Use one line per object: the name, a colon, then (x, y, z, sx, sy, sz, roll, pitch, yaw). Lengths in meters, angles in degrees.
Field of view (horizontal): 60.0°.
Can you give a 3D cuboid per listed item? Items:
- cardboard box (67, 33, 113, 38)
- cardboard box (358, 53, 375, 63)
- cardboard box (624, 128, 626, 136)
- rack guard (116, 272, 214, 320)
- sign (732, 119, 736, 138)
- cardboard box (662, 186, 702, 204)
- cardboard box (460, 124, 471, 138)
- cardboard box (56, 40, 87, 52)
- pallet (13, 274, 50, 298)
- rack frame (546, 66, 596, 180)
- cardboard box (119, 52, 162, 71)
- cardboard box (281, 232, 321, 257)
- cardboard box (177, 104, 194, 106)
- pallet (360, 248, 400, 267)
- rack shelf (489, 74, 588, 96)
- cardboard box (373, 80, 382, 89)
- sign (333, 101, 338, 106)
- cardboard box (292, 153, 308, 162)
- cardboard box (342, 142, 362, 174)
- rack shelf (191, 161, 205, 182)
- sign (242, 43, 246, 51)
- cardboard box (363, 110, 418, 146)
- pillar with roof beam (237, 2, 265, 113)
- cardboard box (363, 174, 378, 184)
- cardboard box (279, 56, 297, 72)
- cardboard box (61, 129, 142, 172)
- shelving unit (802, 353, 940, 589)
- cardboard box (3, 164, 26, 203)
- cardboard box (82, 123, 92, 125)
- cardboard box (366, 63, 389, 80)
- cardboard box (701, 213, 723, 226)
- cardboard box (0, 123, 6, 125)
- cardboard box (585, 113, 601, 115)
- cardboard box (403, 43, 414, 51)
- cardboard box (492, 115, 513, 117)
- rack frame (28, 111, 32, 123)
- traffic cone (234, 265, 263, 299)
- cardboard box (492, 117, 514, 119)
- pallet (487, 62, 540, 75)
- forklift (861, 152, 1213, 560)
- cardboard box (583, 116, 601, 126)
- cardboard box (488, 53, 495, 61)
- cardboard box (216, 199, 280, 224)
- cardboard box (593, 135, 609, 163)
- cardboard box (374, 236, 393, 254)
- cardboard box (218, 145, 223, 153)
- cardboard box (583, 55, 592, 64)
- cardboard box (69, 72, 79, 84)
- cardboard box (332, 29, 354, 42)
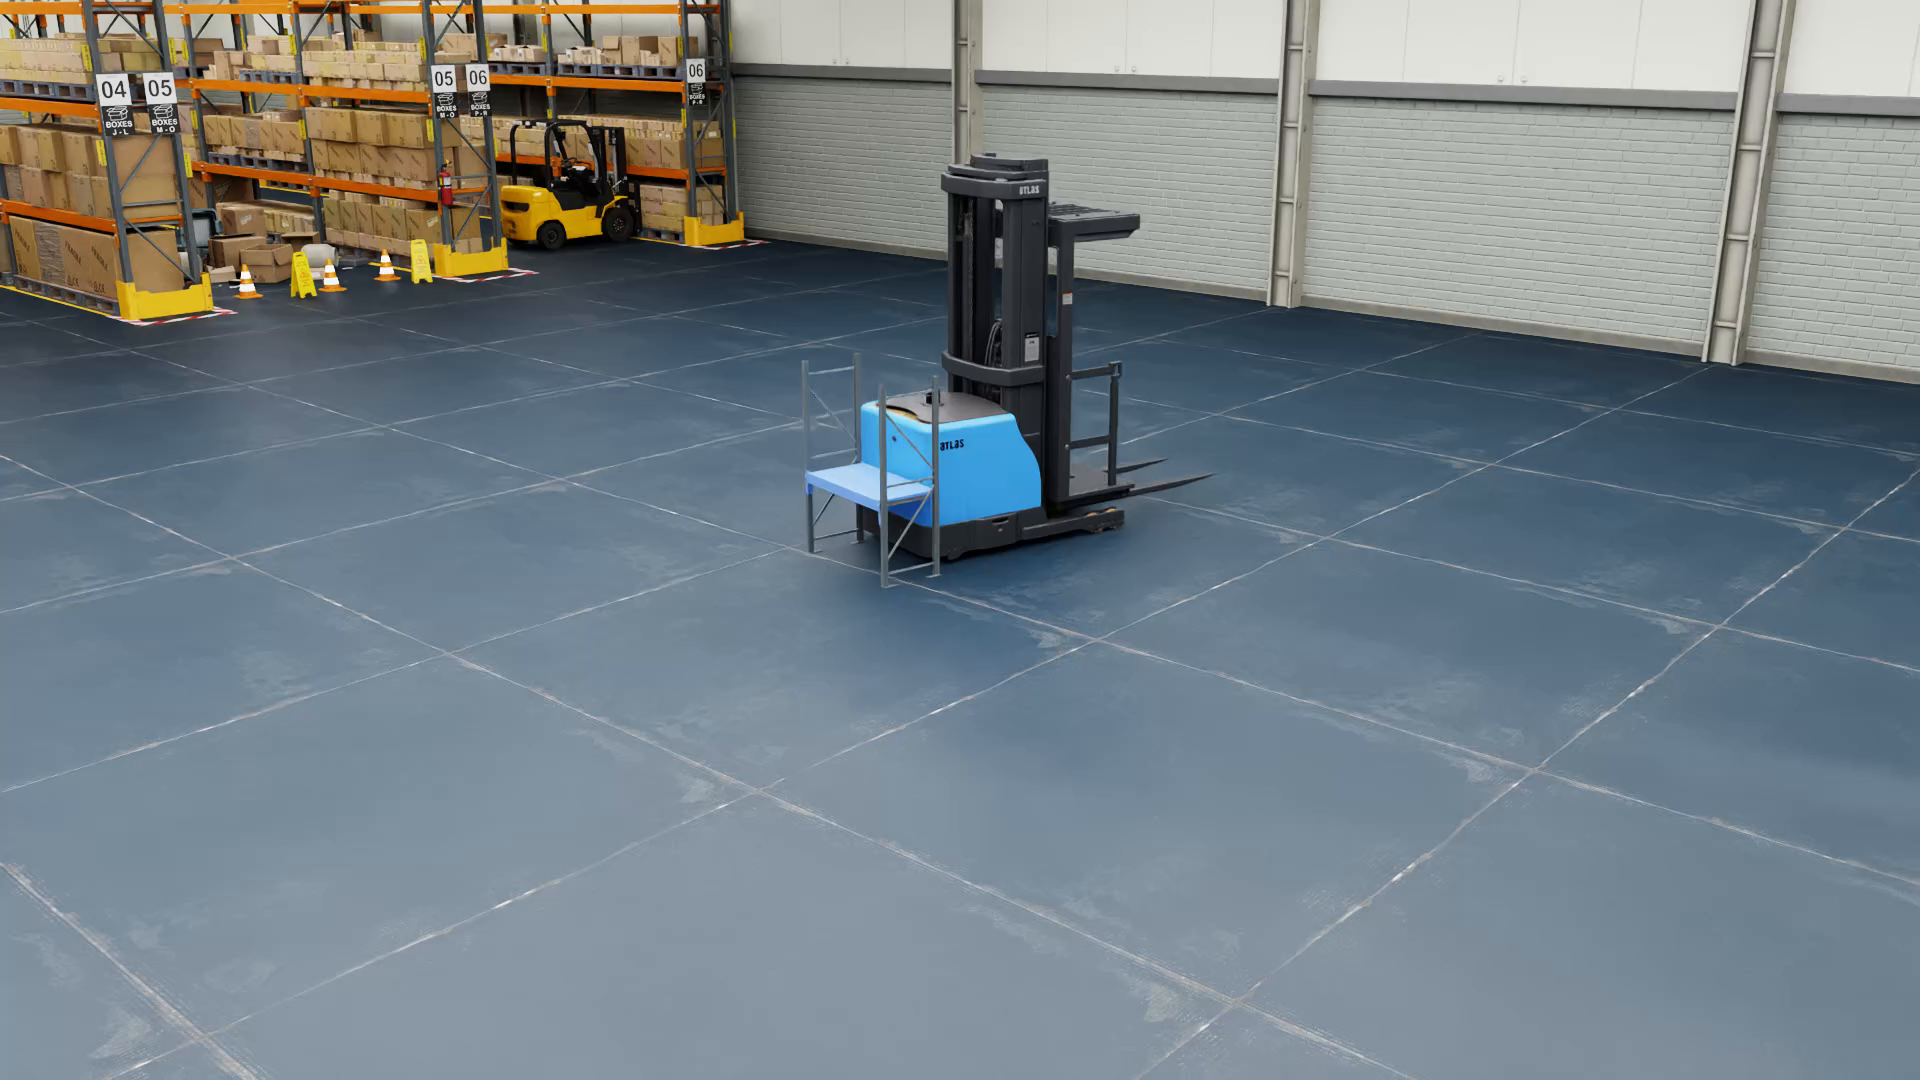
cardboard box: (-17.750, -10.102, 33.996, 0.797, 0.503, 0.637, -16, 24, -41)
cardboard box: (-9.363, -7.694, 26.535, 0.250, 0.149, 0.380, 16, 23, 41)
cardboard box: (-6.001, -7.512, 30.586, 0.250, 0.149, 0.380, 15, 23, 39)
rack guard: (-10.937, -3.366, 22.892, 0.348, 0.500, 1.175, 15, 23, 39)
sign: (-4.080, -7.401, 29.912, 0.005, 0.325, 0.100, 15, 23, 39)
cardboard box: (-5.004, -6.215, 29.933, 0.500, 0.250, 0.500, 16, 24, 41)
cardboard box: (-9.893, -8.354, 33.899, 0.500, 0.250, 0.500, 16, 24, 41)
cardboard box: (-11.810, -6.593, 22.206, 0.250, 0.149, 0.380, 16, 23, 40)
pallet: (-13.430, -3.866, 24.945, 1.213, 0.211, 1.003, 15, 23, 39)
rack frame: (-7.445, -7.630, 32.194, 0.127, 3.000, 1.000, 15, 23, 39)
cardboard box: (-11.145, -6.465, 22.463, 0.500, 0.250, 0.500, 15, 23, 39)
cardboard box: (-10.838, -4.793, 27.382, 0.500, 0.500, 0.500, -3, 18, -8)
cardboard box: (-14.678, -7.979, 31.476, 0.500, 0.500, 0.500, 16, 23, 40)
pallet: (-9.294, -4.805, 27.903, 1.213, 0.211, 1.003, 15, 23, 39)
rack shelf: (-8.941, -9.118, 33.114, 4.000, 0.370, 1.077, 15, 23, 39)
cardboard box: (-9.137, -7.284, 26.563, 0.250, 0.149, 0.380, 14, 22, 38)
sign: (-13.783, -9.524, 36.732, 0.005, 0.325, 0.100, 15, 23, 39)
cardboard box: (-11.305, -6.627, 28.756, 0.250, 0.149, 0.380, 15, 23, 40)
cardboard box: (-9.835, -6.345, 27.487, 0.500, 0.500, 0.500, 15, 23, 39)
rack shelf: (-15.224, -7.368, 32.557, 4.000, 0.370, 1.077, 15, 23, 39)
sign: (-13.367, -9.107, 31.037, 0.005, 0.325, 0.100, 15, 23, 39)
cardboard box: (-9.095, -6.604, 26.653, 0.500, 0.500, 0.700, 15, 23, 39)
pillar with roof beam: (-20.696, -12.670, 38.157, 0.400, 9.000, 9.100, 15, 23, 39)
cardboard box: (-9.556, -5.947, 27.307, 0.250, 0.149, 0.380, 15, 23, 39)
cardboard box: (-11.270, -8.149, 28.424, 0.500, 0.250, 0.500, 14, 23, 38)
cardboard box: (-12.008, -5.465, 23.339, 0.550, 0.550, 0.875, 15, 23, 39)
shelving unit: (-0.663, -0.532, 12.307, 0.538, 1.500, 1.048, -13, 22, -35)
cardboard box: (-13.663, -5.366, 24.812, 0.550, 0.550, 0.875, 15, 23, 39)
cardboard box: (-17.625, -8.297, 34.132, 0.500, 0.500, 0.500, 14, 23, 38)
cardboard box: (-9.073, -7.449, 26.421, 0.500, 0.250, 0.500, 16, 24, 41)
cardboard box: (-4.690, -5.859, 30.465, 0.500, 0.250, 0.500, 15, 23, 39)
cardboard box: (-15.086, -6.193, 25.847, 0.500, 0.500, 0.700, 15, 23, 40)
cardboard box: (-7.005, -8.132, 32.049, 0.250, 0.149, 0.380, 15, 23, 39)
cardboard box: (-11.411, -10.304, 34.759, 0.250, 0.149, 0.380, 15, 23, 38)
cardboard box: (-9.406, -8.643, 34.151, 0.250, 0.149, 0.380, 14, 23, 38)
rack frame: (-19.712, -8.915, 36.245, 0.127, 3.000, 1.000, 15, 23, 39)
traffic cone: (-10.410, -3.781, 24.261, 0.334, 0.463, 0.336, 15, 23, 39)
cardboard box: (-9.163, -8.372, 33.295, 0.250, 0.149, 0.380, 15, 23, 39)
pallet: (-9.031, -9.433, 33.228, 1.213, 0.211, 1.003, 16, 24, 42)
forklift: (0.717, -1.569, 13.211, 3.031, 2.935, 1.130, -12, 21, -32)
cardboard box: (-6.826, -7.841, 31.130, 0.250, 0.149, 0.380, 16, 23, 40)
cardboard box: (-9.046, -9.494, 32.666, 0.250, 0.149, 0.380, 15, 23, 39)
cardboard box: (-13.312, -6.141, 31.153, 0.625, 0.372, 0.950, 13, 22, 36)
cardboard box: (-6.506, -7.327, 31.074, 0.500, 0.500, 0.500, 15, 23, 39)
cardboard box: (-9.305, -4.903, 27.454, 0.500, 0.250, 0.500, 14, 22, 37)
cardboard box: (-13.420, -7.218, 30.617, 0.250, 0.149, 0.380, 13, 22, 36)
cardboard box: (-6.736, -8.874, 30.713, 0.250, 0.149, 0.380, 16, 24, 41)
cardboard box: (-11.616, -6.161, 22.163, 0.250, 0.149, 0.380, 15, 23, 40)
cardboard box: (-13.435, -10.993, 36.213, 0.258, 0.266, 0.396, 15, 23, 39)
